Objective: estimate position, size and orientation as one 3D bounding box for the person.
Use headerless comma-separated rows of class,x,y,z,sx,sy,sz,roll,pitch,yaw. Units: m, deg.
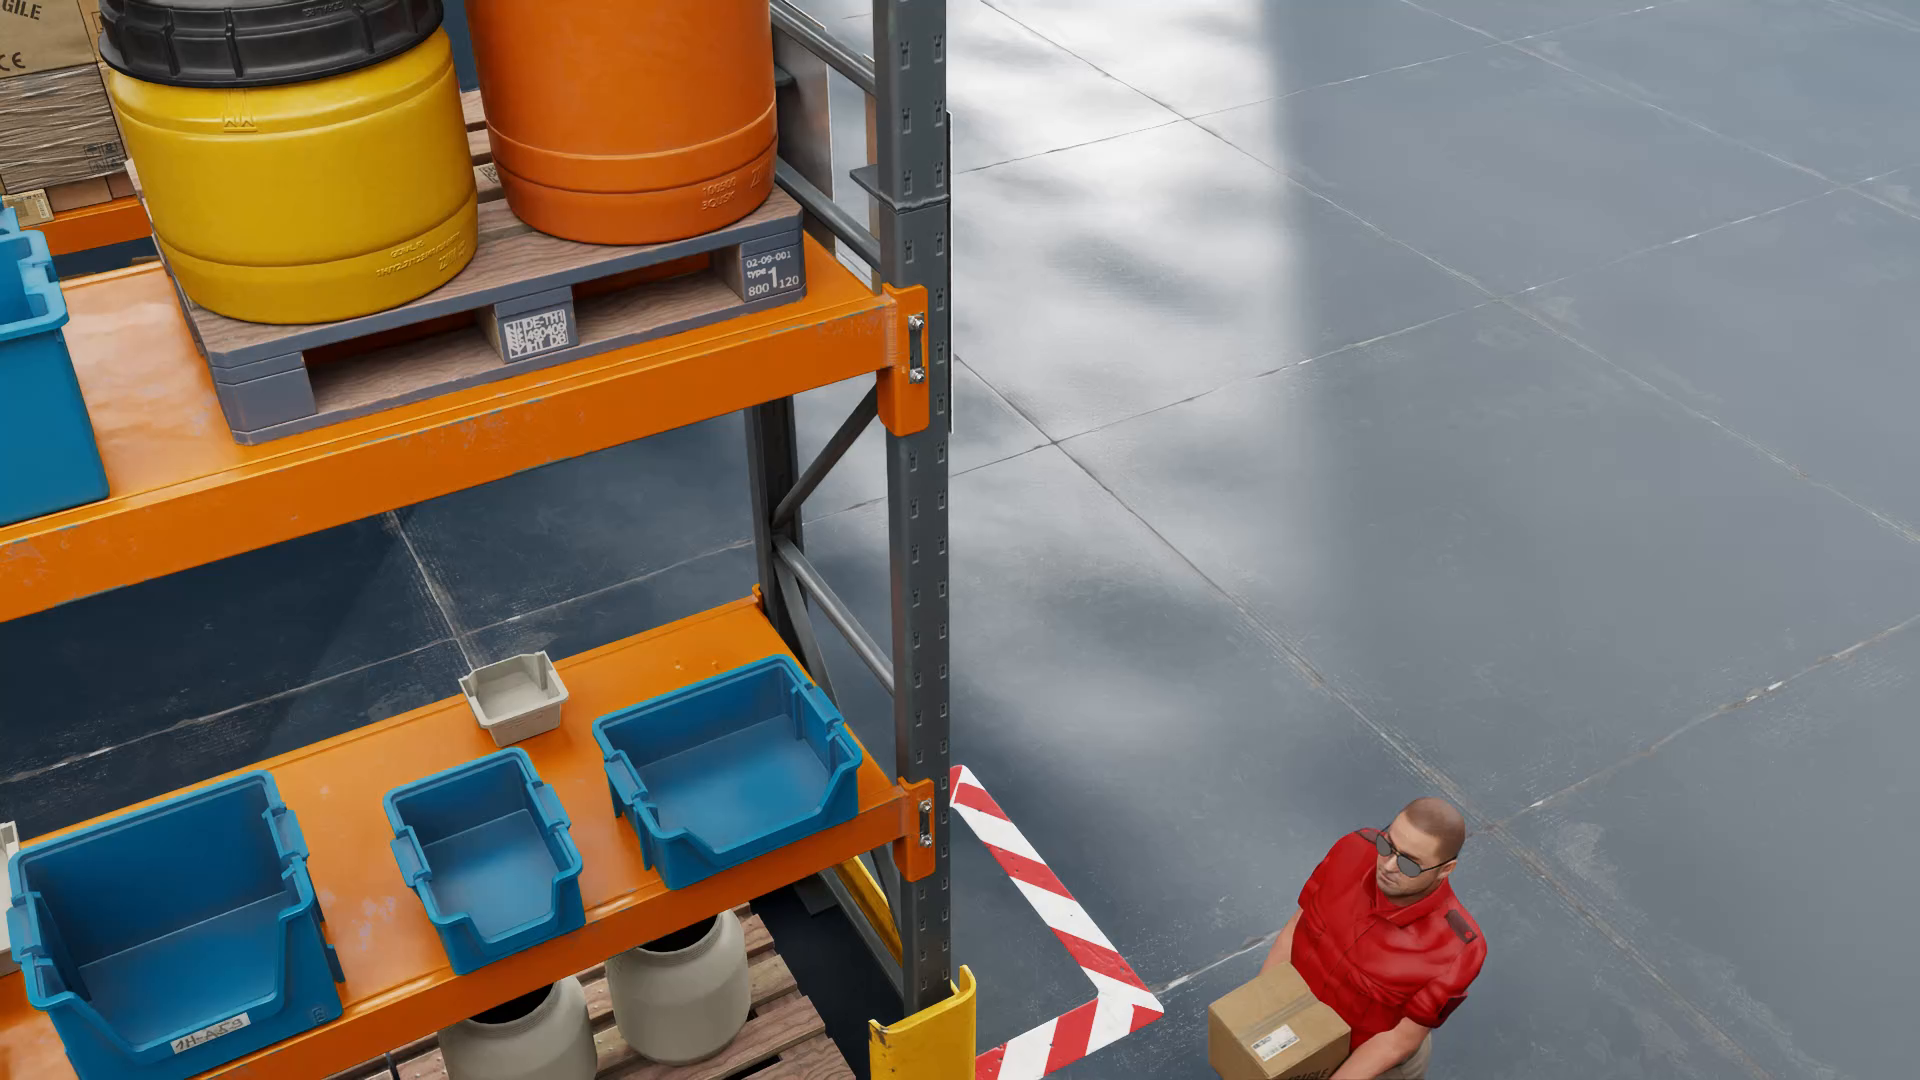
person,0.958,1.359,4.340,0.536,1.713,0.494,-19,41,-24
